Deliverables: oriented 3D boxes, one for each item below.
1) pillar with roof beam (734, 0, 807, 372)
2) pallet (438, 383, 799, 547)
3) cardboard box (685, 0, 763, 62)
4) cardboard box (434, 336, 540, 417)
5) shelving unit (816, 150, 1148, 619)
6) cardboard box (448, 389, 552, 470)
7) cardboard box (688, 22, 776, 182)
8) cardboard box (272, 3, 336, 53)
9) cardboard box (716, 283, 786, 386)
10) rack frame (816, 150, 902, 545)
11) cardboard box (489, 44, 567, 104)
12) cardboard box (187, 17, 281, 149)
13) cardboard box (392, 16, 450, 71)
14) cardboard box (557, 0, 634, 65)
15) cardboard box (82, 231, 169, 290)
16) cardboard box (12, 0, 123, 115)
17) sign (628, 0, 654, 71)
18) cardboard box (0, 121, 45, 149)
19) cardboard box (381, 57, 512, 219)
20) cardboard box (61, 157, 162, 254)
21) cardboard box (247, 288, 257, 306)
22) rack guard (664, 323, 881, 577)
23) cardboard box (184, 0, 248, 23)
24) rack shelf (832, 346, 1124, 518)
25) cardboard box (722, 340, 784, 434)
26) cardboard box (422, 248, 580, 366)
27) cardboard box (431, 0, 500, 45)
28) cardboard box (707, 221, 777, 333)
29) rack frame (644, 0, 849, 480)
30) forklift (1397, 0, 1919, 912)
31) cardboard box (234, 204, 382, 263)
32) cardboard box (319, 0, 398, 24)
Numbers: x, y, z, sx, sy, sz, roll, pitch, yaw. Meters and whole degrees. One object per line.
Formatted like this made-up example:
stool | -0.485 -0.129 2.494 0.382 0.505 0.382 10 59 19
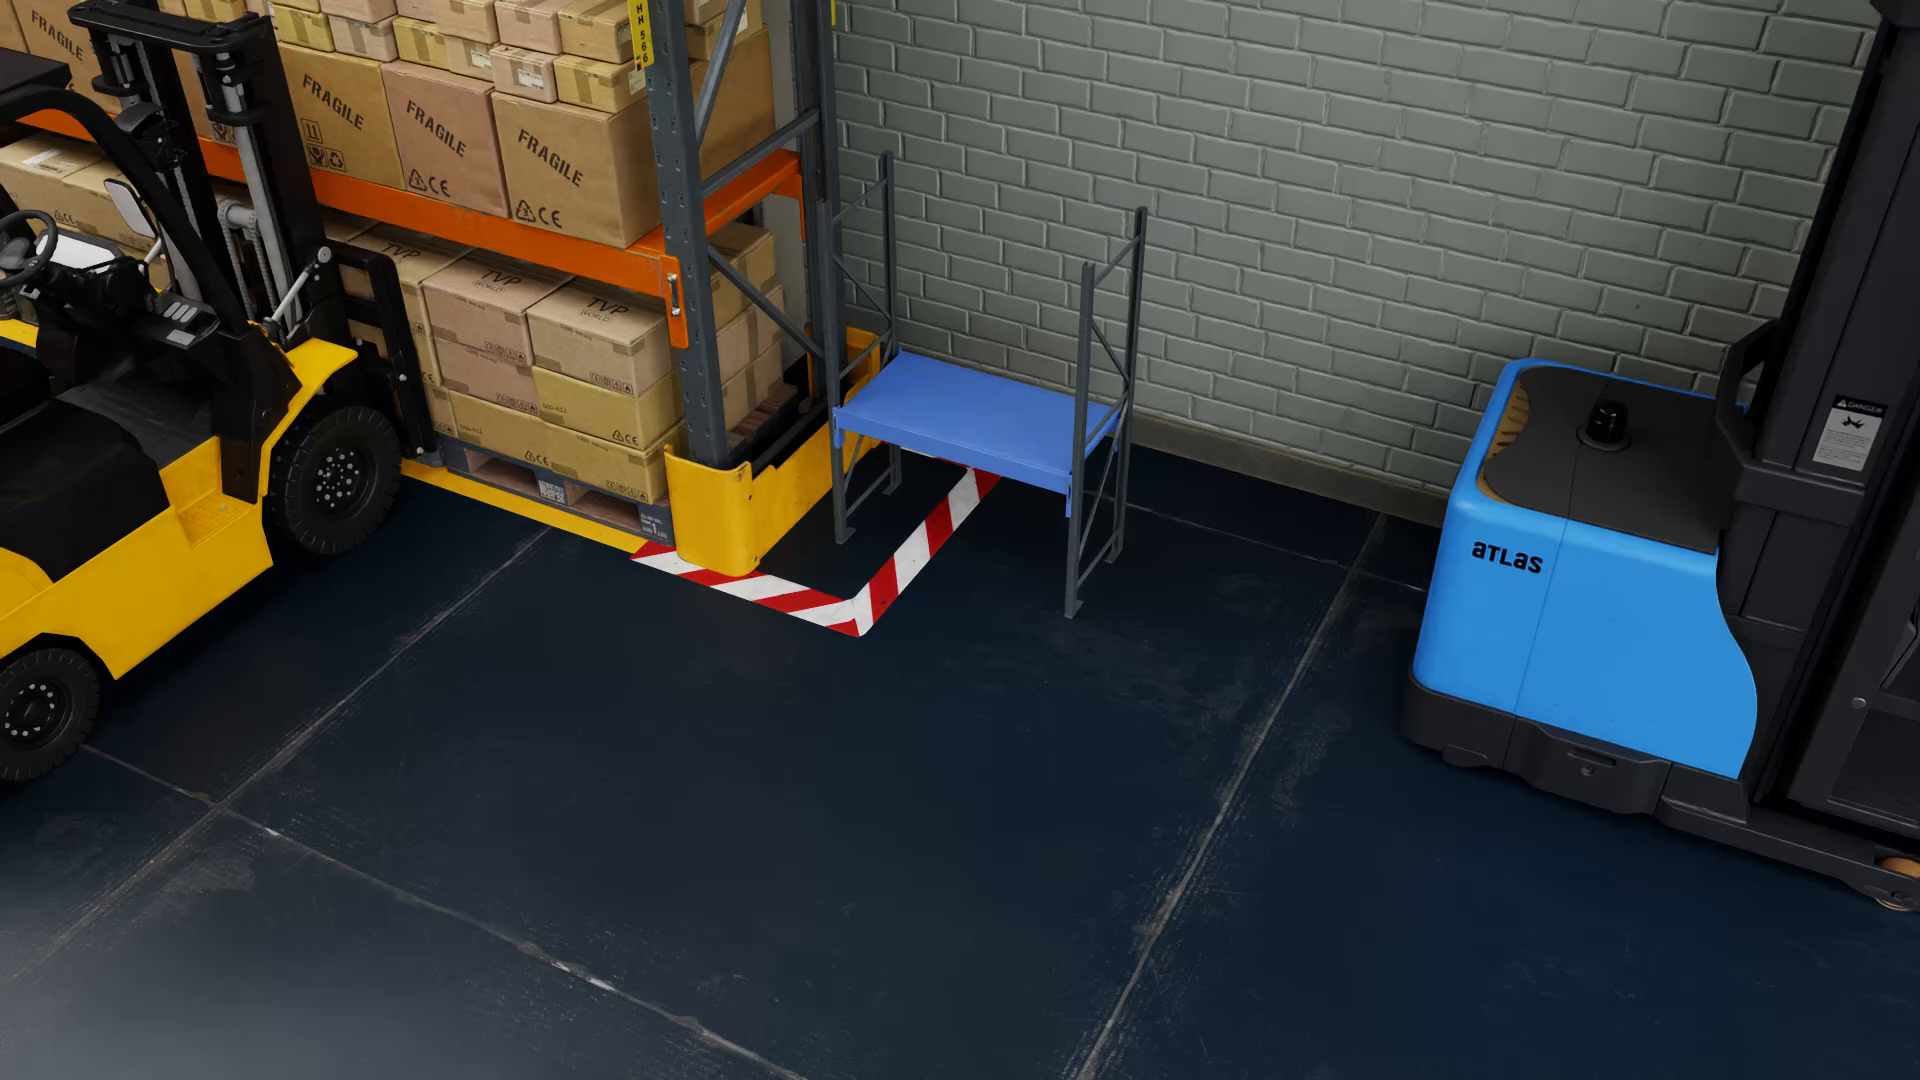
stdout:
pillar with roof beam | -2.945 -2.159 2.152 0.400 9.000 9.100 17 41 21
pallet | -1.459 -0.483 7.211 1.213 0.211 1.003 17 41 21
cardboard box | -0.943 -1.935 6.199 0.250 0.149 0.380 16 40 20
cardboard box | -1.777 -0.787 6.820 0.500 0.250 0.500 17 40 21
shelving unit | 0.076 -0.574 6.265 1.048 1.500 0.538 17 41 21
cardboard box | -1.761 -0.580 6.960 0.500 0.250 0.500 17 41 21
cardboard box | -1.073 -1.730 6.465 0.500 0.500 0.500 19 41 23
cardboard box | -2.348 -1.991 6.273 0.250 0.149 0.380 18 41 22
cardboard box | -1.083 -0.917 6.990 0.500 0.250 0.500 18 41 22
rack frame | -0.376 -0.715 6.451 0.032 1.500 0.500 17 41 21
cardboard box | -1.438 -1.703 5.893 0.250 0.149 0.380 18 41 22
cardboard box | -2.682 -1.864 6.643 0.500 0.500 0.500 18 41 22
cardboard box | -1.855 -1.883 6.130 0.250 0.149 0.380 17 40 21
cardboard box | -1.176 -1.806 5.784 0.250 0.149 0.380 17 41 22
cardboard box | -3.577 -1.348 7.558 0.500 0.250 0.500 17 40 21
cardboard box | -3.569 -2.156 7.027 0.500 0.500 0.500 18 41 22
sign | -1.023 -1.671 5.317 0.005 0.325 0.100 17 41 21
cardboard box | -4.781 -1.876 8.357 0.625 0.625 0.875 19 41 23
cardboard box | -1.775 -1.588 6.279 0.500 0.500 0.500 19 41 23
cardboard box | -3.578 -1.535 7.392 0.500 0.250 0.500 17 41 22
cardboard box | -2.688 -1.061 7.180 0.500 0.250 0.500 17 40 21
rack guard | -0.740 -0.401 6.865 0.348 0.500 1.175 17 41 21
cardboard box | -2.787 -2.143 6.473 0.250 0.149 0.380 17 40 21
rack shelf | 0.076 -0.430 6.374 1.000 0.185 0.538 17 41 21
cardboard box | -1.107 -0.717 7.140 0.500 0.250 0.500 18 41 22
cardboard box | -1.769 -0.973 6.651 0.500 0.250 0.500 18 41 22
cardboard box | -1.654 -1.917 5.929 0.250 0.149 0.380 18 41 22
cardboard box | -1.101 -1.109 6.830 0.500 0.250 0.500 17 40 21
rack frame | -0.761 -1.403 6.118 0.127 3.000 1.000 17 41 21
forklift | 3.078 -0.324 4.752 3.031 2.935 1.130 16 40 20
cardboard box | -2.669 -1.253 7.020 0.500 0.250 0.500 17 40 21
cardboard box | -2.123 -2.039 6.089 0.250 0.149 0.380 18 41 23
